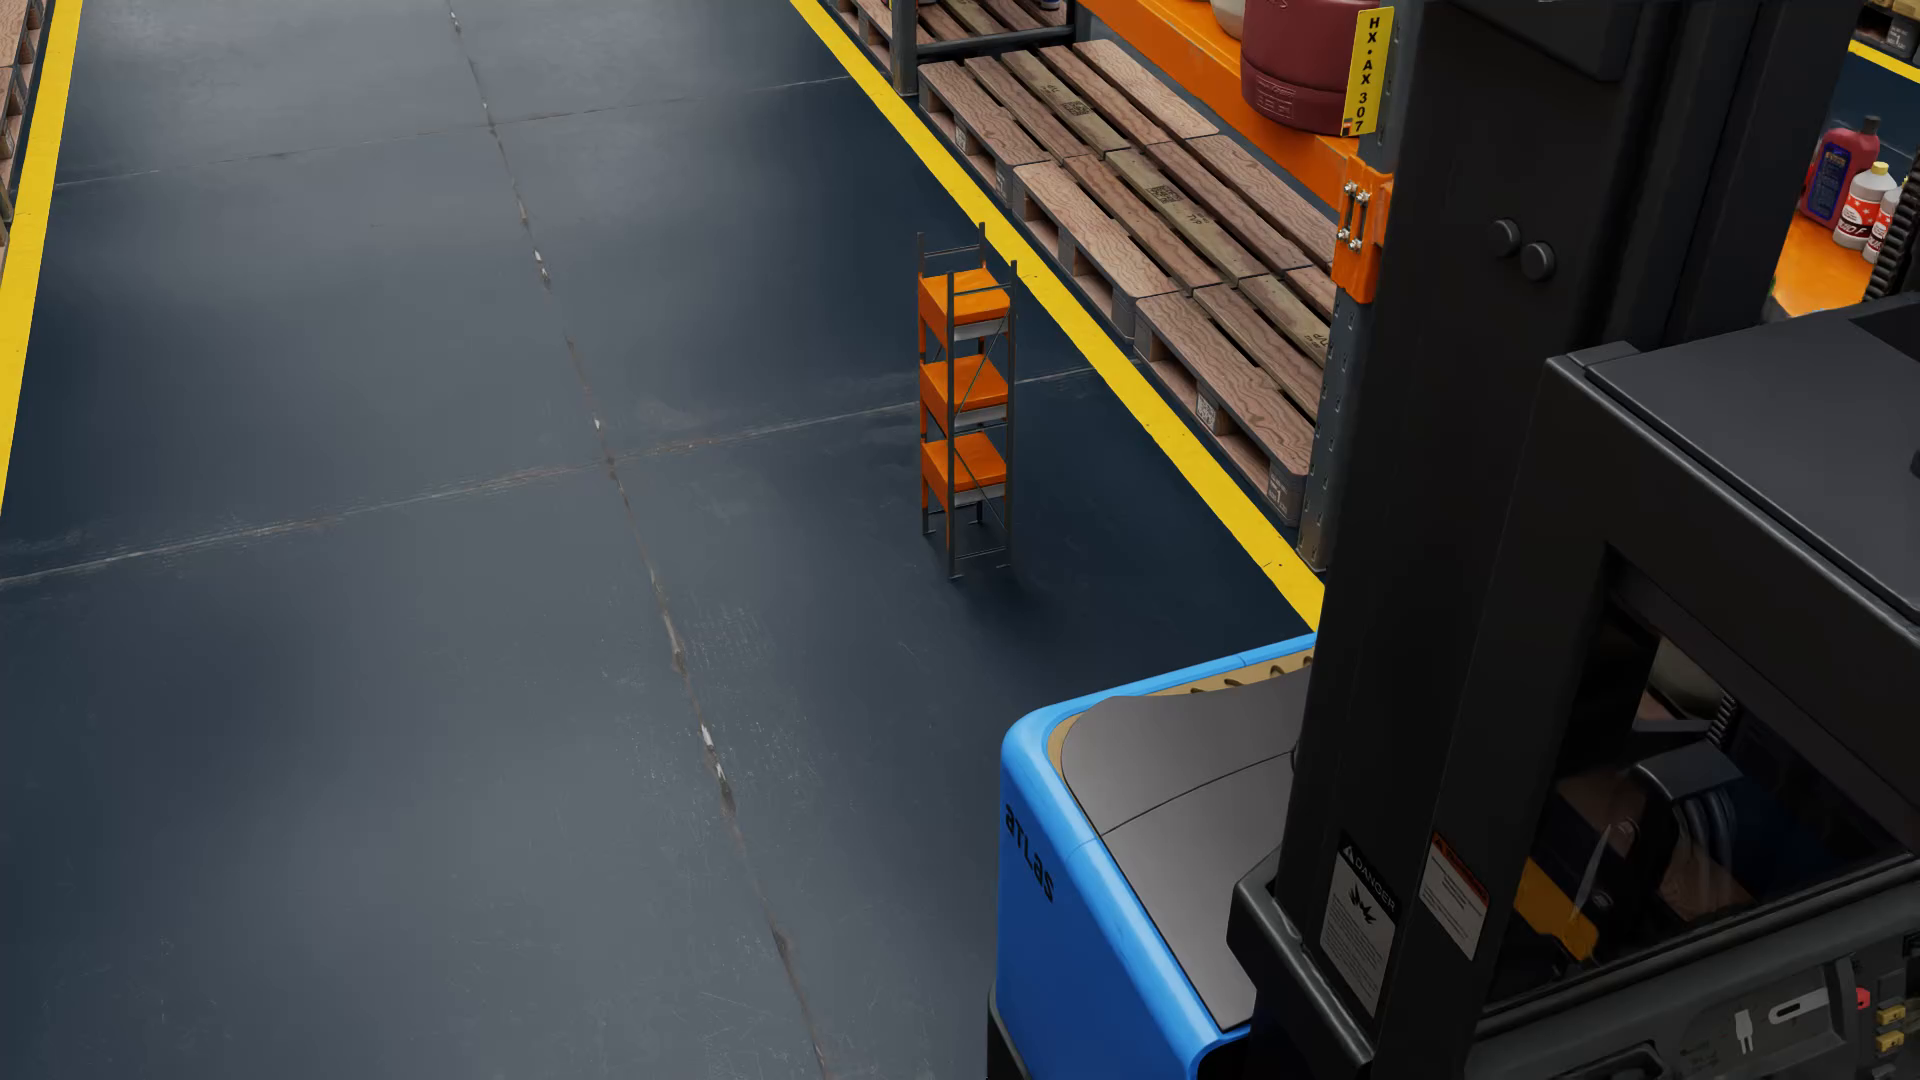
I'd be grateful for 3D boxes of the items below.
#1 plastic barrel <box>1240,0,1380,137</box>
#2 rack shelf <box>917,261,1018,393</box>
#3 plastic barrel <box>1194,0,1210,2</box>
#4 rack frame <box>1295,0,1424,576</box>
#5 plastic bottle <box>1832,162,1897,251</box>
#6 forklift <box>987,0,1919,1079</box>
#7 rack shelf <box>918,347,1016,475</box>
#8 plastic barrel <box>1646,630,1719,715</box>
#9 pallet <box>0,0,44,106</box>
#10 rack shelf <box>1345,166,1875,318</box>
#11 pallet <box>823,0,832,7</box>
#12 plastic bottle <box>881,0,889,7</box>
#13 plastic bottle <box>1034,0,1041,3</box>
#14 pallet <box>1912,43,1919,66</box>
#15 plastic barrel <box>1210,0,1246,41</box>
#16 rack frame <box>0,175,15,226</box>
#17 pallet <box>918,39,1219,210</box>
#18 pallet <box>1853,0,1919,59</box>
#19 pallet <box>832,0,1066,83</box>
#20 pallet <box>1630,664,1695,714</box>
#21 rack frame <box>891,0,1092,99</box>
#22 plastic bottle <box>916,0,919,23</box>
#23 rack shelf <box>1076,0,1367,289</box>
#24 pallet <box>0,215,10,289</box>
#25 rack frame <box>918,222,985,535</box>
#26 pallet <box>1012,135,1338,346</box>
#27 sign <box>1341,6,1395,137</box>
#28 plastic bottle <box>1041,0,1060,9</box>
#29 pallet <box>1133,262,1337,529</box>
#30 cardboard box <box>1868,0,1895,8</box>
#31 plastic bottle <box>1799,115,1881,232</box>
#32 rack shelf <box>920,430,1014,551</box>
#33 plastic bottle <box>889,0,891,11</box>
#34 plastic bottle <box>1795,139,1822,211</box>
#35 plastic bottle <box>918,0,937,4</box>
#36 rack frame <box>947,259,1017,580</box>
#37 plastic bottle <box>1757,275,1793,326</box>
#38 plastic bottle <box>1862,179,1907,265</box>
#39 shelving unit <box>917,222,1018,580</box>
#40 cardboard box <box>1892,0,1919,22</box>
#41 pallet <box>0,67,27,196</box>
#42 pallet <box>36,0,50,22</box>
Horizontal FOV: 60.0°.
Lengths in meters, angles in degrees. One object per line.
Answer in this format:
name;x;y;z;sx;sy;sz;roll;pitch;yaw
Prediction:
plastic barrel;1.093;-1.480;4.609;0.600;0.536;0.708;-12;39;-16
rack shelf;0.018;-0.607;4.730;0.215;0.259;0.240;-12;39;-16
plastic barrel;0.838;-2.046;5.380;0.421;0.512;0.421;0;37;0
rack frame;1.537;-1.227;4.385;1.000;3.000;0.127;-12;39;-16
plastic bottle;2.179;-0.808;3.994;0.097;0.201;0.097;0;37;0
forklift;1.074;0.728;1.848;1.130;2.935;3.031;-13;39;-17
rack shelf;0.018;-0.381;4.900;0.215;0.259;0.240;-12;39;-16
plastic barrel;2.000;0.173;4.246;0.421;0.512;0.421;0;37;0
pallet;-5.177;-2.409;8.273;1.003;0.211;1.213;-12;39;-16
rack shelf;2.226;0.191;3.102;1.077;0.370;4.000;-12;39;-16
pallet;-0.455;-3.451;9.656;1.003;0.211;1.213;-12;39;-16
plastic bottle;-0.331;-2.908;8.454;0.144;0.351;0.185;-13;39;-17
plastic bottle;0.428;-2.872;8.530;0.097;0.201;0.097;0;37;0
pallet;5.527;-2.297;8.125;1.003;0.211;1.213;-12;39;-16
plastic barrel;0.983;-1.808;5.064;0.421;0.512;0.421;0;37;0
rack frame;-4.490;-2.461;6.024;1.000;3.000;0.127;-12;39;-16
pallet;0.468;-1.937;7.646;1.003;0.211;1.213;-12;39;-16
pallet;5.103;-2.988;9.041;1.003;0.211;1.213;-12;39;-16
pallet;-0.031;-2.760;8.739;1.003;0.211;1.213;-12;39;-16
pallet;1.848;0.324;4.644;1.003;0.211;1.213;-12;39;-16
rack frame;0.161;-3.486;7.385;1.000;3.000;0.127;-12;39;-16
plastic bottle;-0.257;-2.685;8.281;0.097;0.201;0.097;0;37;0
rack shelf;0.849;-2.069;6.102;1.077;0.370;4.000;-12;39;-16
pallet;-4.220;-0.907;6.279;1.003;0.211;1.213;-12;39;-16
rack frame;-0.024;-0.458;4.985;0.200;1.050;0.008;-12;39;-16
pallet;0.891;-1.247;6.729;1.003;0.211;1.213;-12;39;-16
sign;1.023;-1.174;4.180;0.100;0.325;0.005;-12;39;-16
plastic bottle;0.463;-2.843;8.433;0.097;0.271;0.097;0;37;0
pallet;1.307;-0.558;5.816;1.003;0.211;1.213;-12;39;-16
cardboard box;4.894;-3.011;8.691;0.500;0.250;0.500;-11;38;-15
plastic bottle;2.157;-0.909;4.061;0.061;0.283;0.133;-12;39;-16
rack shelf;0.018;-0.159;5.068;0.215;0.259;0.240;-12;39;-16
plastic bottle;-0.314;-2.780;8.340;0.061;0.283;0.133;-11;38;-14
plastic bottle;2.100;-0.938;4.167;0.097;0.201;0.097;0;37;0
plastic bottle;-0.196;-2.938;8.493;0.144;0.351;0.185;-12;39;-16
rack frame;0.060;-0.320;4.802;0.200;1.050;0.008;-12;39;-16
plastic bottle;1.625;-0.392;3.374;0.061;0.283;0.133;-12;39;-16
plastic bottle;2.213;-0.753;3.921;0.097;0.201;0.097;0;37;0
shelving unit;0.018;-0.389;4.894;0.215;1.050;0.252;-12;39;-16
cardboard box;5.075;-2.719;8.303;0.500;0.250;0.500;-14;39;-17
pallet;-4.754;-1.719;7.357;1.003;0.211;1.213;-12;39;-16
pallet;-5.594;-3.097;9.187;1.003;0.211;1.213;-12;39;-16
